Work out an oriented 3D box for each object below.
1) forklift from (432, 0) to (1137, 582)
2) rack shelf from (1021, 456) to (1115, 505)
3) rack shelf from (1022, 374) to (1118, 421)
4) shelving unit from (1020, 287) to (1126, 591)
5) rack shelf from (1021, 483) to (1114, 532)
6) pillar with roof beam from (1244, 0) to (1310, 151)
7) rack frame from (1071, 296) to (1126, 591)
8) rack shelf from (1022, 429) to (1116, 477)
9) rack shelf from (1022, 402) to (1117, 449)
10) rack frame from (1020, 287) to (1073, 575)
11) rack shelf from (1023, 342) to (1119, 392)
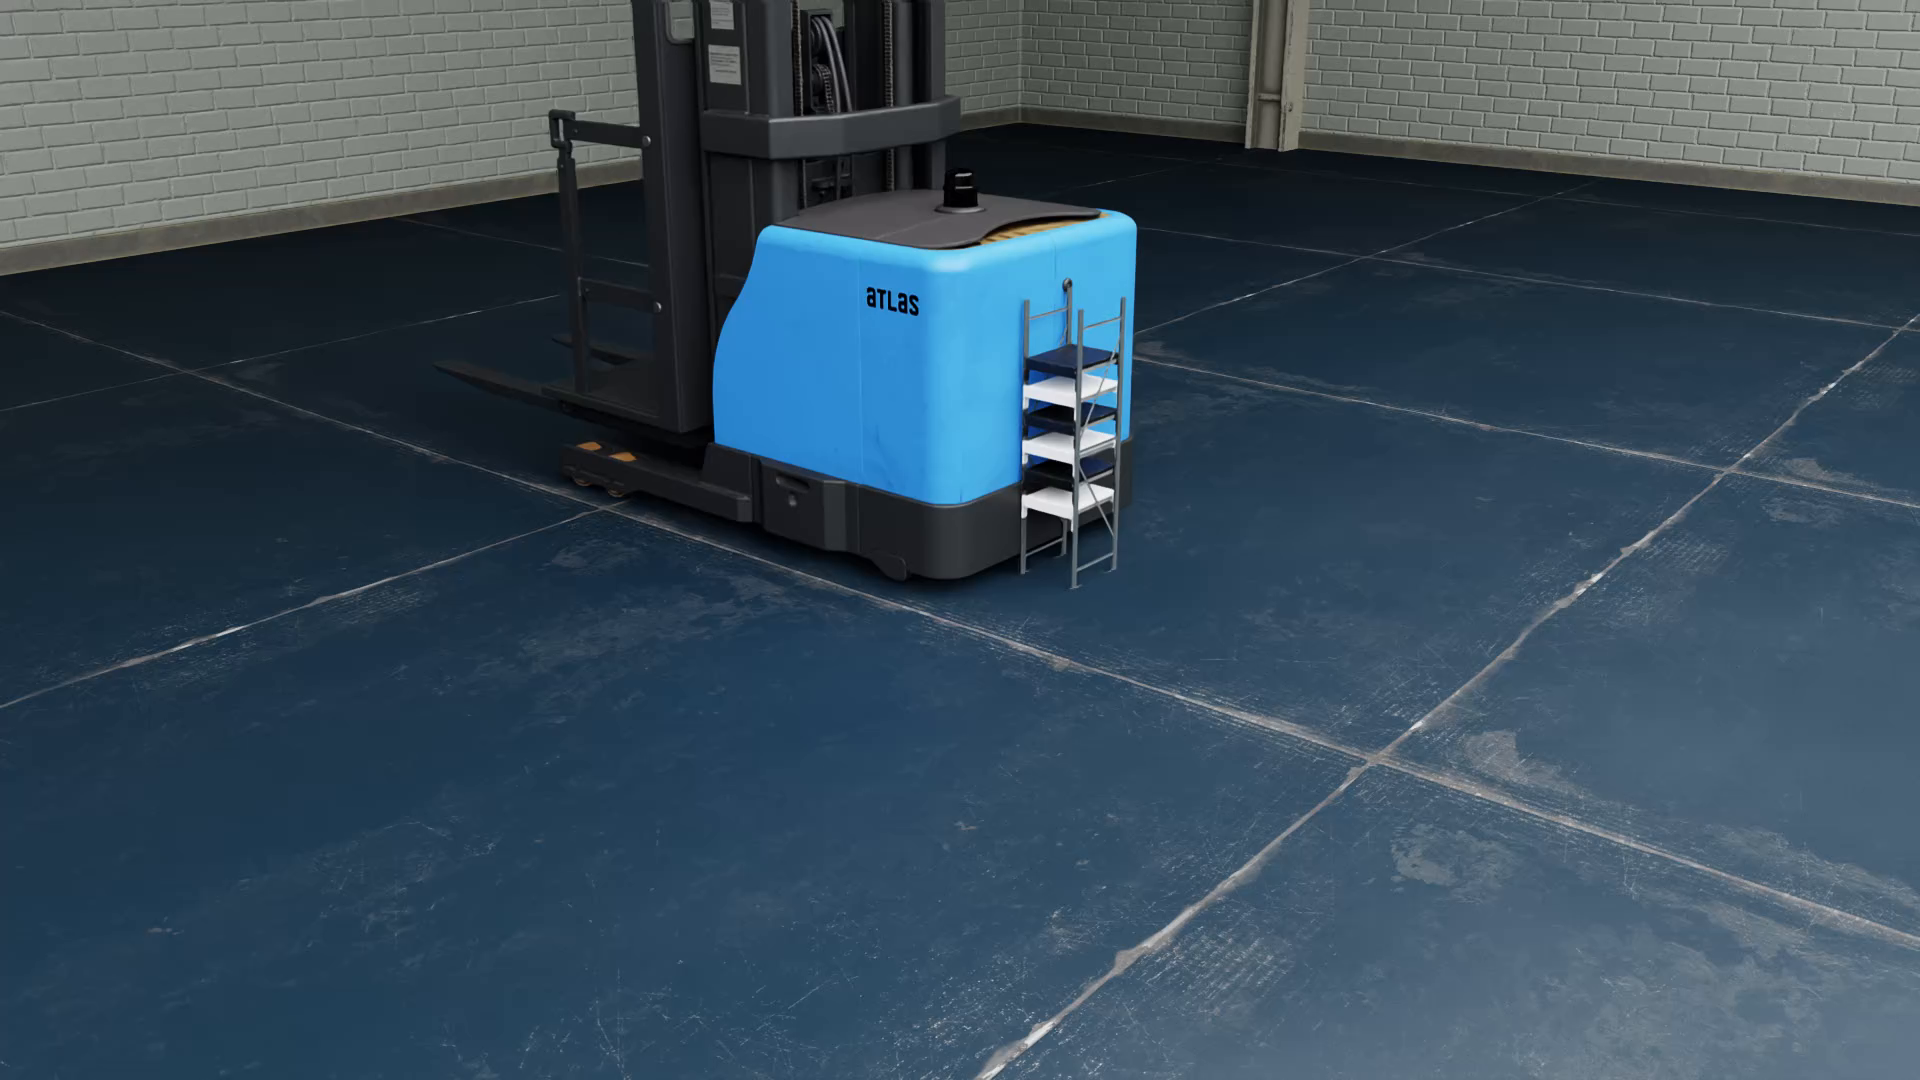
[{"bbox_3d":[-0.852,-1.652,5.894,3.031,2.935,1.130,17,26,37],"label":"forklift"},{"bbox_3d":[0.352,-0.201,5.276,0.200,0.077,0.258,17,26,37],"label":"rack shelf"},{"bbox_3d":[0.352,-0.454,5.181,0.200,0.077,0.258,17,26,37],"label":"rack shelf"},{"bbox_3d":[0.352,-0.317,5.232,0.210,0.900,0.258,17,26,37],"label":"shelving unit"},{"bbox_3d":[0.352,-0.117,5.308,0.200,0.077,0.258,17,26,37],"label":"rack shelf"},{"bbox_3d":[0.114,-6.600,10.417,0.400,9.000,9.100,16,26,36],"label":"pillar with roof beam"},{"bbox_3d":[0.430,-0.293,5.171,0.006,0.900,0.240,17,26,37],"label":"rack frame"},{"bbox_3d":[0.352,-0.285,5.244,0.200,0.077,0.258,17,26,37],"label":"rack shelf"},{"bbox_3d":[0.352,-0.370,5.212,0.200,0.077,0.258,17,26,37],"label":"rack shelf"},{"bbox_3d":[0.274,-0.340,5.294,0.006,0.900,0.240,17,26,37],"label":"rack frame"},{"bbox_3d":[0.352,-0.538,5.149,0.200,0.077,0.258,17,26,37],"label":"rack shelf"}]
